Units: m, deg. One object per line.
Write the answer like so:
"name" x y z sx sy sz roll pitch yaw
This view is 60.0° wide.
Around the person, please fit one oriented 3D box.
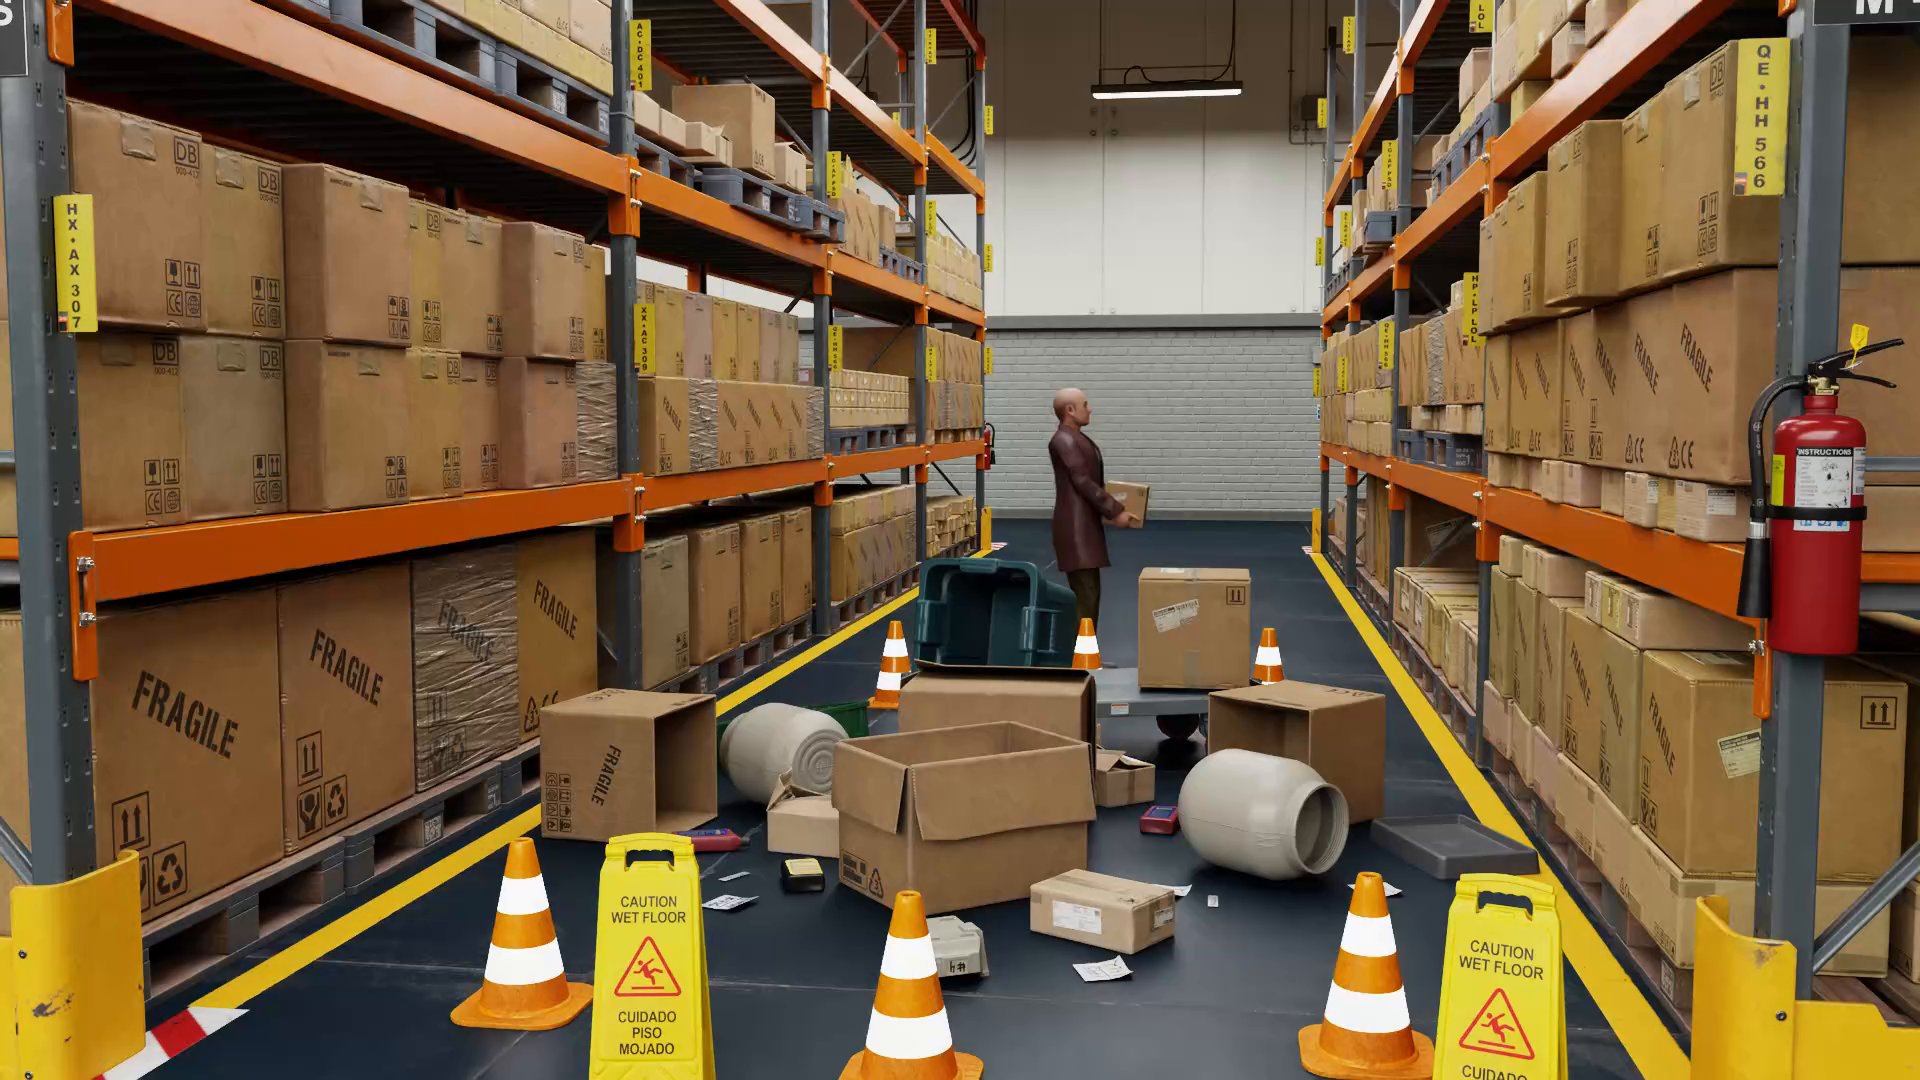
"person" 0.832 -0.040 10.146 0.558 1.773 0.528 1 4 10
